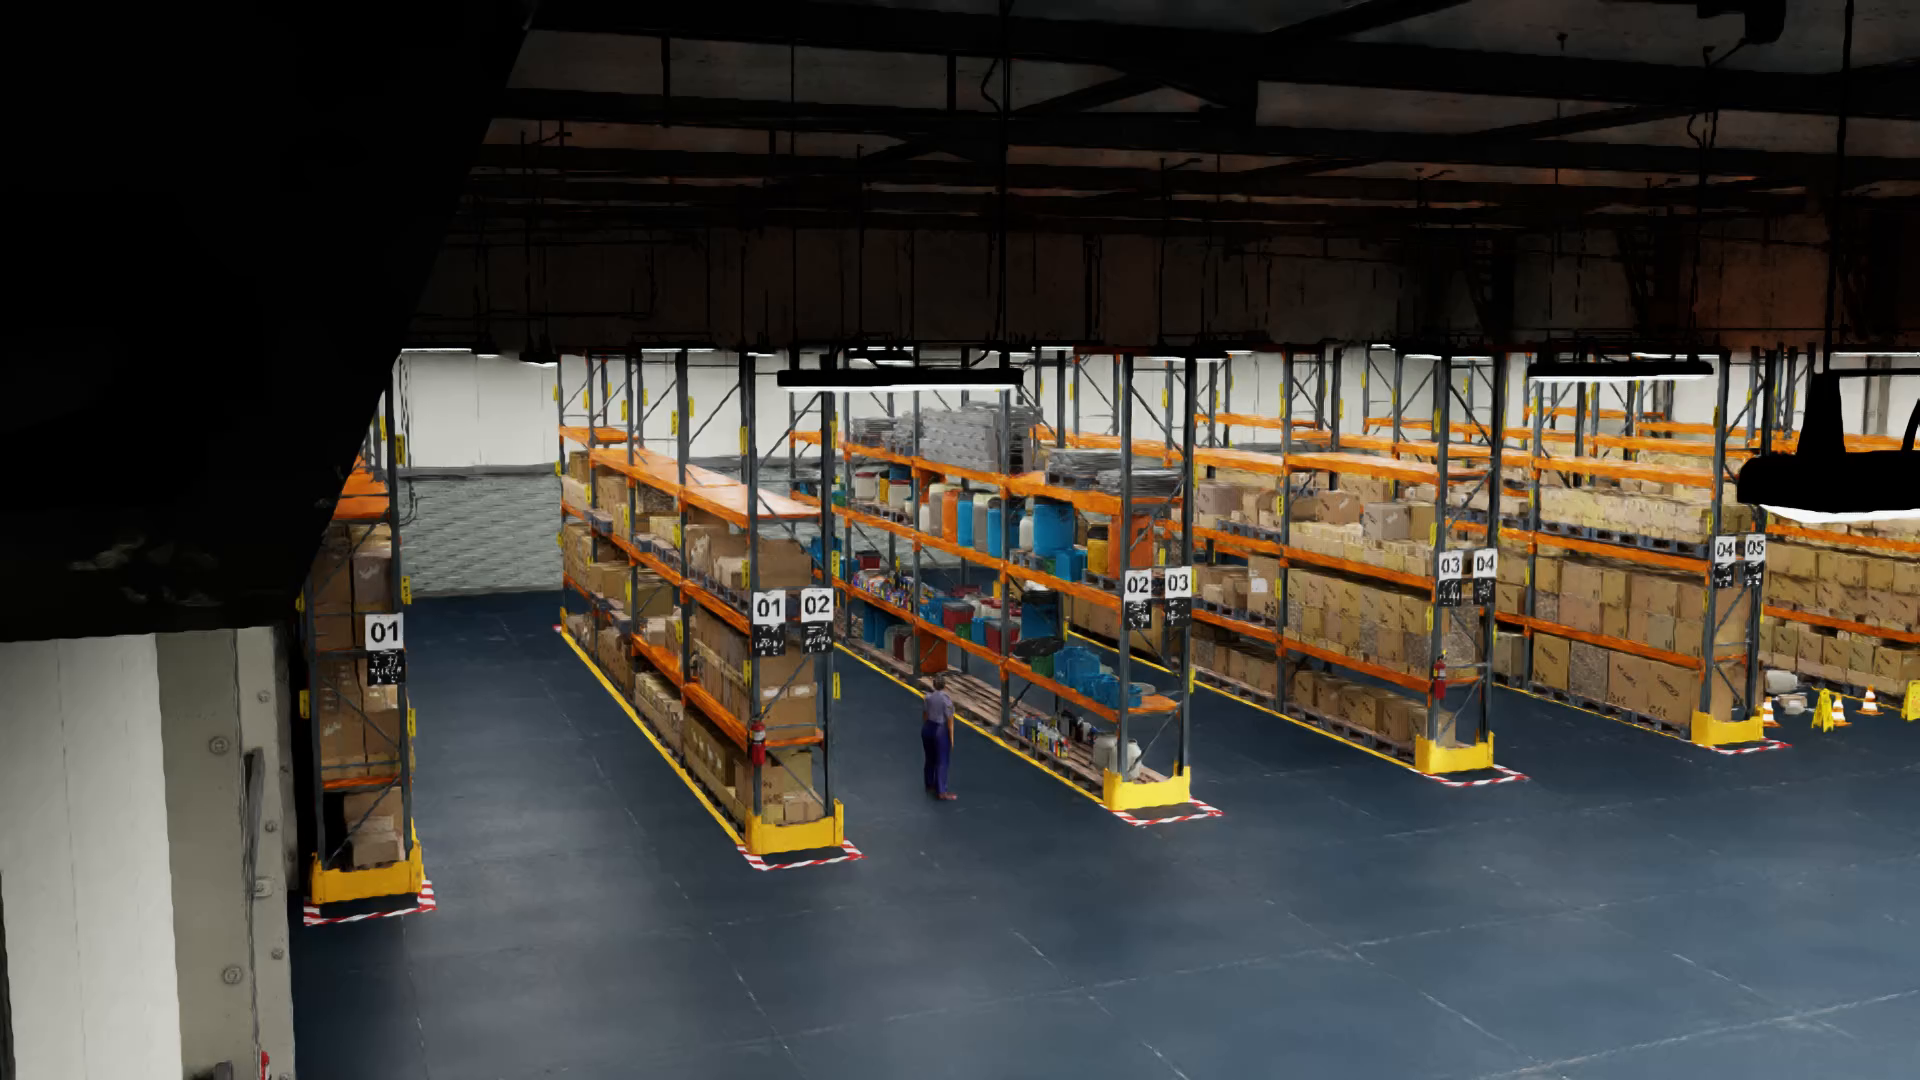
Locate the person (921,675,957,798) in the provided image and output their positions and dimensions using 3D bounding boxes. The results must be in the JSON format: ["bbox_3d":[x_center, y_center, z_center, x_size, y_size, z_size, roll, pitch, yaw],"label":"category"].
[{"bbox_3d":[-0.265,2.642,22.575,0.579,1.658,0.445,6,9,39],"label":"person"}]

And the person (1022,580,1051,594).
[{"bbox_3d":[1.552,1.308,33.372,0.625,1.611,0.582,-3,8,-24],"label":"person"}]
